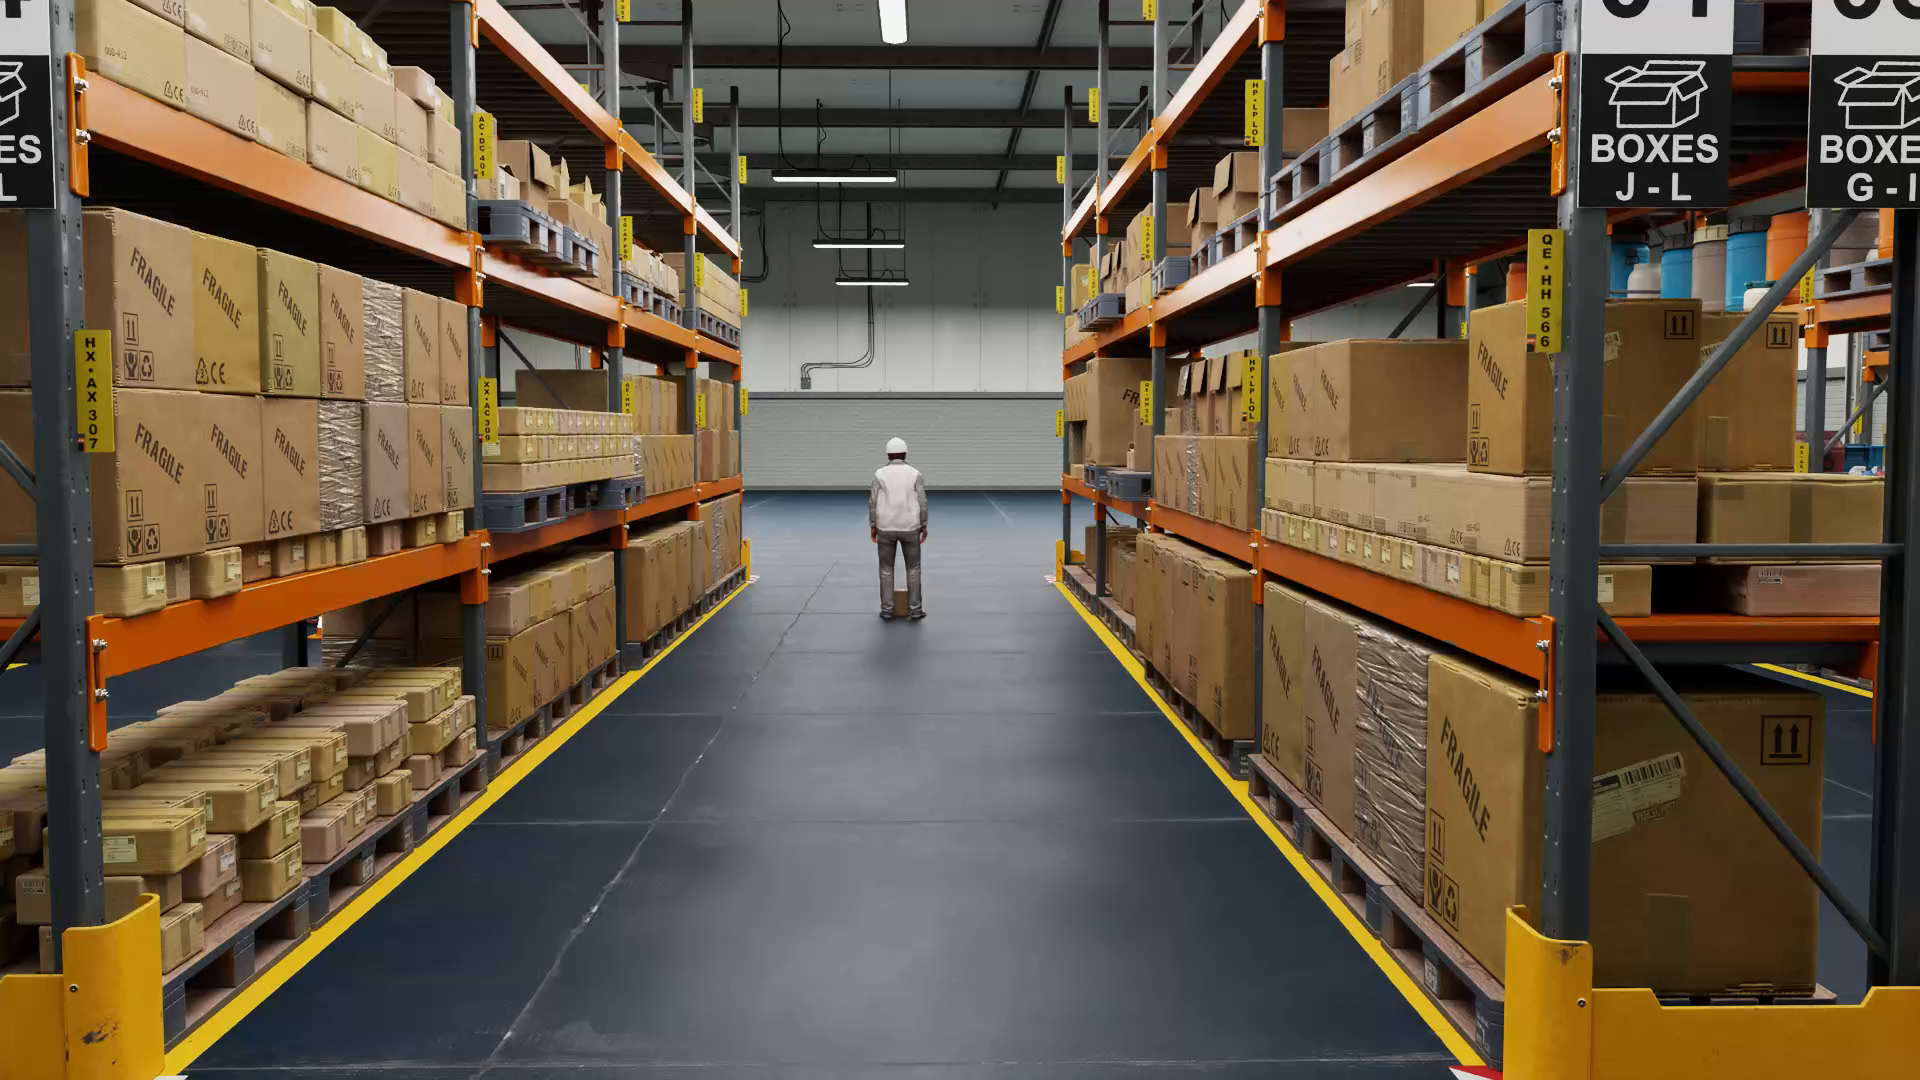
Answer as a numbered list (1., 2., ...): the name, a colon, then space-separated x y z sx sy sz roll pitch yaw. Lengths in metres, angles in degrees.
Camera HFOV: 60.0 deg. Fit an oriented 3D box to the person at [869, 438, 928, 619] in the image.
1. person: -0.604 -0.118 16.369 0.579 1.767 0.465 0 4 -1
